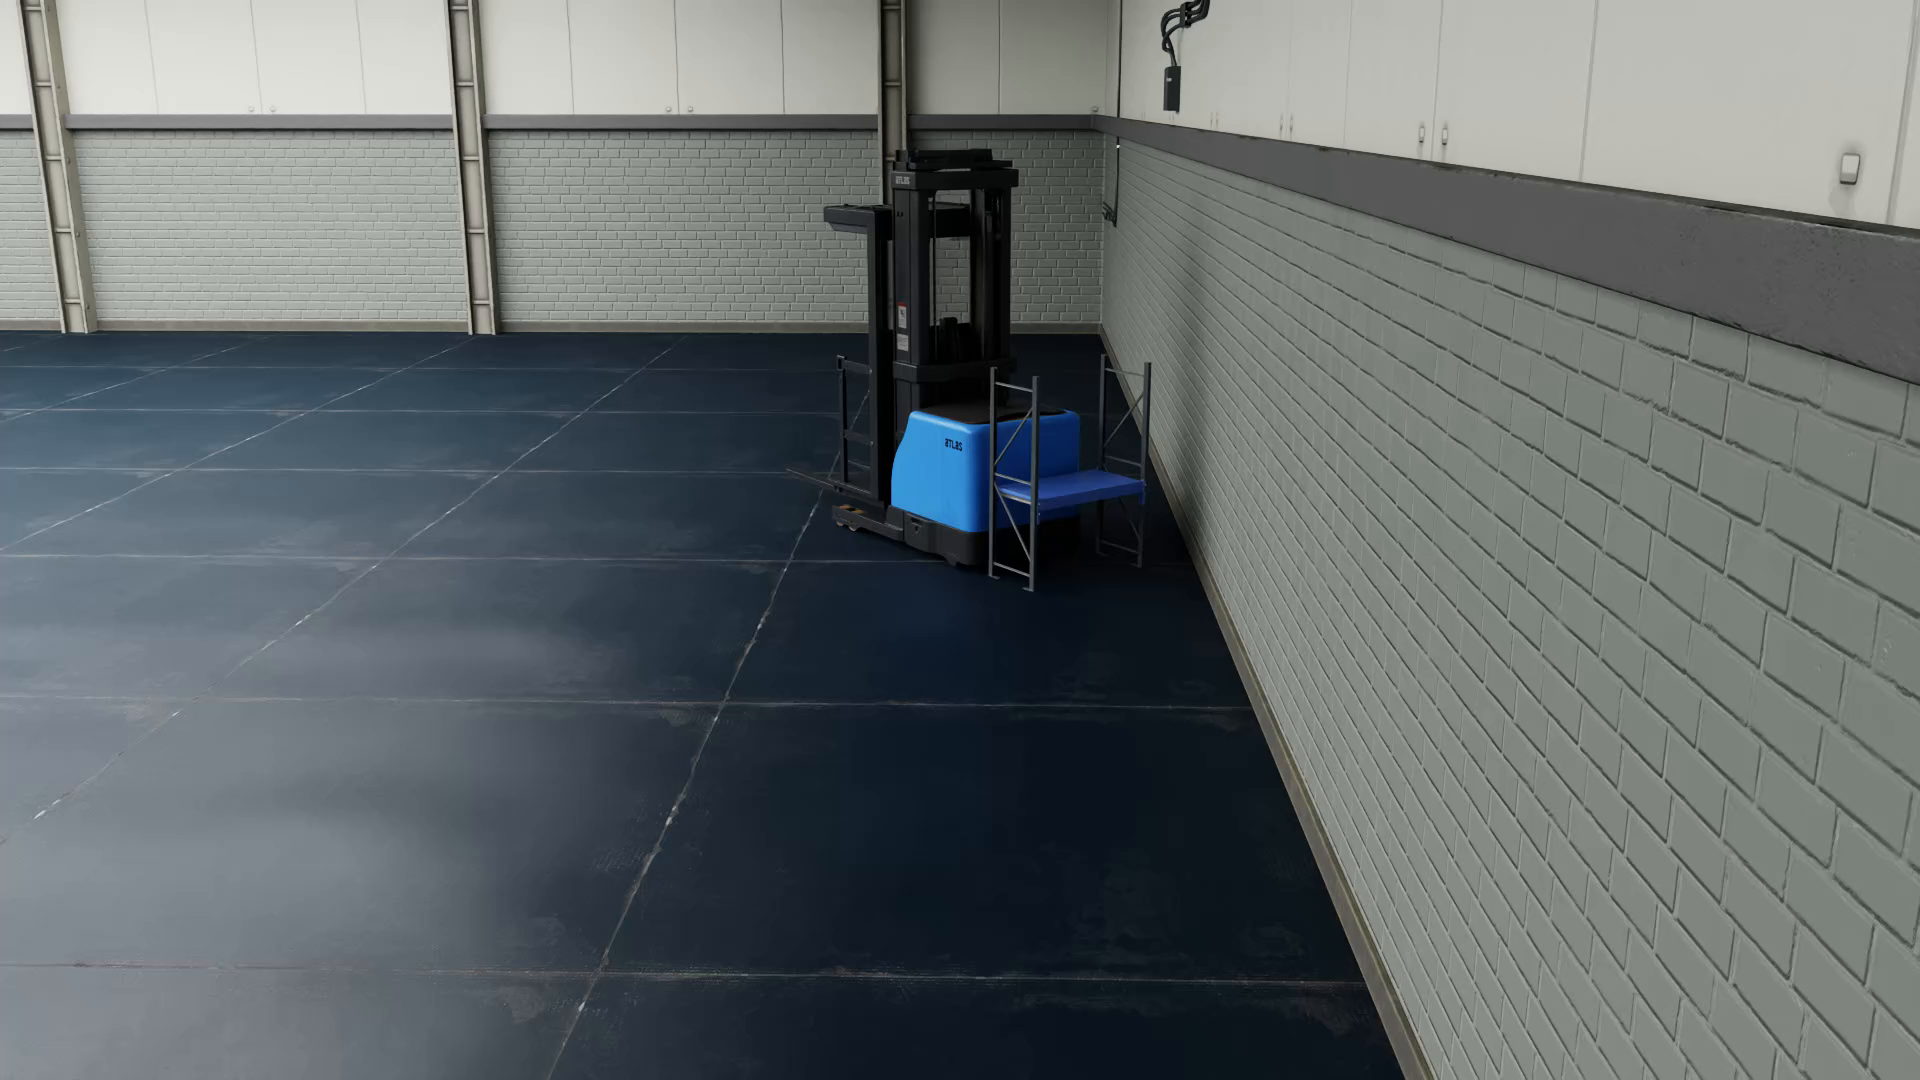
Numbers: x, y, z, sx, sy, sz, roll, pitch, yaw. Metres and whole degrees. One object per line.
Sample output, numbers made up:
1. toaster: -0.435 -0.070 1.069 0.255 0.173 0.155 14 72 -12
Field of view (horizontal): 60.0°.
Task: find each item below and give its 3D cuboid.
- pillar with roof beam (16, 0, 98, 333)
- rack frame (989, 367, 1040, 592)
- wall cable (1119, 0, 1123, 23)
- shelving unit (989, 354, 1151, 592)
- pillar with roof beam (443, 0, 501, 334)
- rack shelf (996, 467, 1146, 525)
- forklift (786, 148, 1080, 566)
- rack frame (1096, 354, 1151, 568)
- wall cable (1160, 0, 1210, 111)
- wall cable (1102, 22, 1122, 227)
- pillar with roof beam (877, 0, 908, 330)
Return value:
1. pillar with roof beam: -13.049 -6.320 19.154 0.400 9.000 9.100 0 15 1
2. rack frame: 0.370 -0.417 11.475 0.032 1.500 0.500 -11 19 -36
3. wall cable: 1.899 -7.234 18.805 0.112 2.526 3.097 0 15 1
4. shelving unit: 0.775 -0.495 11.771 1.048 1.500 0.538 -11 19 -36
5. pillar with roof beam: -7.051 -6.281 19.006 0.400 9.000 9.100 0 15 1
6. rack shelf: 0.775 -0.322 11.818 1.000 0.185 0.538 -11 19 -36
7. forklift: -0.360 -1.549 12.965 1.130 2.935 3.031 -10 18 -34
8. rack frame: 1.181 -0.574 12.067 0.032 1.500 0.500 -11 19 -36
9. wall cable: 1.710 -6.207 12.058 0.169 6.003 2.305 0 15 1
10. wall cable: 1.968 -5.482 22.064 0.112 2.526 3.097 0 15 1
11. pillar with roof beam: -1.053 -6.242 18.858 0.400 9.000 9.100 0 15 1
